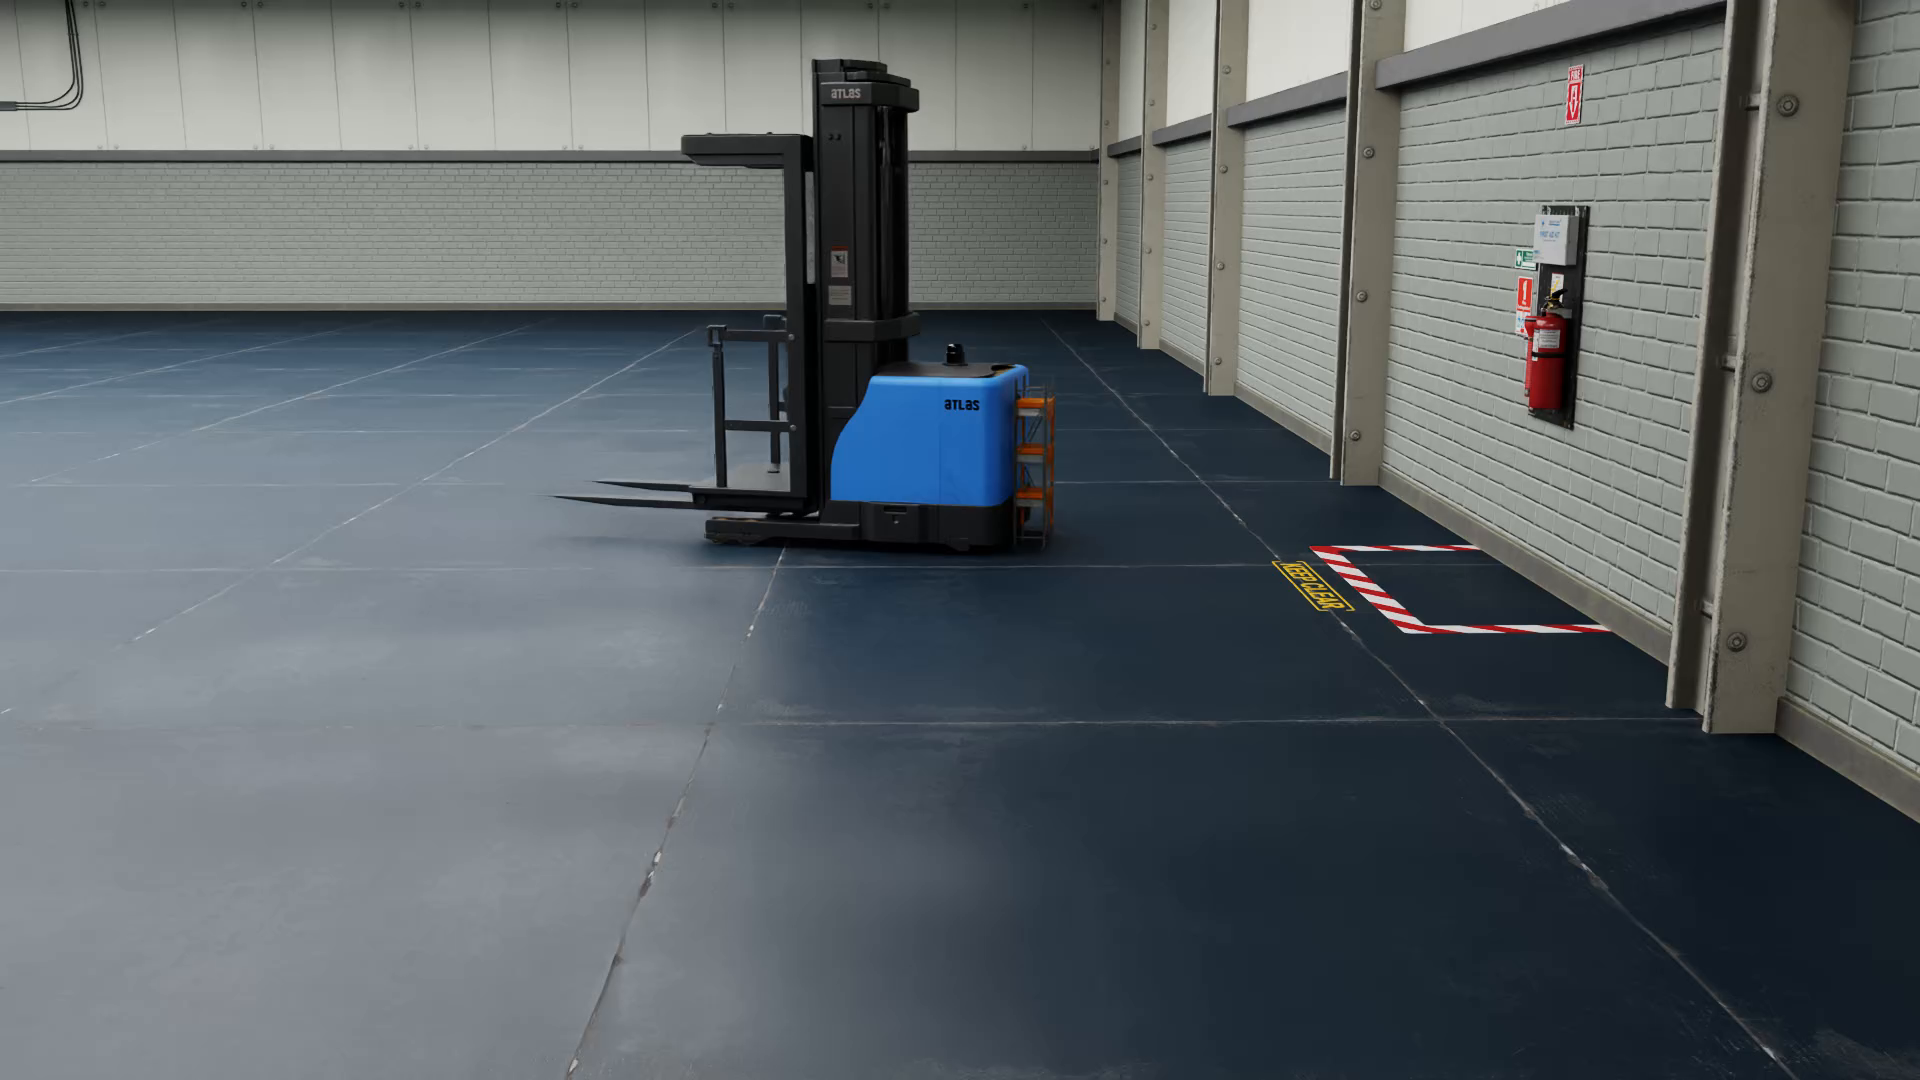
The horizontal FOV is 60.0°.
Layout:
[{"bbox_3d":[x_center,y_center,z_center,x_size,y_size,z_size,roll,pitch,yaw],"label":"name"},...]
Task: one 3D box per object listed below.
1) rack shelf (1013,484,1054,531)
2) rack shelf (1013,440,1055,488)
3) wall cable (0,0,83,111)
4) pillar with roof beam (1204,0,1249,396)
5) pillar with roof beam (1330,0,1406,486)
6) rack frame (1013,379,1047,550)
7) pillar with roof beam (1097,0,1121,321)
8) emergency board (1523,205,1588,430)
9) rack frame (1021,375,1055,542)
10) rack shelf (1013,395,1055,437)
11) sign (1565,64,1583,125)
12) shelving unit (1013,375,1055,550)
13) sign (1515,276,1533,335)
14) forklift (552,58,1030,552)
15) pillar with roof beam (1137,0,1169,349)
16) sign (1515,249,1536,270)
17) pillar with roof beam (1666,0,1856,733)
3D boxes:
[{"bbox_3d":[0.458,-0.200,10.354,0.215,0.259,0.240,3,12,13],"label":"rack shelf"},{"bbox_3d":[0.459,-0.472,10.299,0.215,0.259,0.240,3,12,13],"label":"rack shelf"},{"bbox_3d":[-18.068,-10.605,31.644,2.305,6.003,0.169,0,11,-1],"label":"wall cable"},{"bbox_3d":[-1.384,-6.037,17.685,9.100,9.000,0.400,0,11,-1],"label":"pillar with roof beam"},{"bbox_3d":[-1.260,-4.845,11.806,9.100,9.000,0.400,0,11,-1],"label":"pillar with roof beam"},{"bbox_3d":[0.430,-0.459,10.181,0.200,1.050,0.008,3,12,13],"label":"rack frame"},{"bbox_3d":[-1.632,-8.423,29.443,9.100,9.000,0.400,0,11,-1],"label":"pillar with roof beam"},{"bbox_3d":[3.155,-1.221,9.033,0.194,1.169,0.643,0,11,-1],"label":"emergency board"},{"bbox_3d":[0.487,-0.506,10.413,0.200,1.050,0.008,3,12,13],"label":"rack frame"},{"bbox_3d":[0.459,-0.750,10.242,0.215,0.259,0.240,3,12,13],"label":"rack shelf"},{"bbox_3d":[3.254,-2.359,8.813,0.001,0.298,0.199,0,11,-1],"label":"sign"},{"bbox_3d":[0.459,-0.483,10.297,0.215,1.050,0.252,3,12,13],"label":"shelving unit"},{"bbox_3d":[3.247,-1.349,9.573,0.001,0.329,0.234,0,11,-1],"label":"sign"},{"bbox_3d":[-1.113,-1.498,10.574,3.031,2.935,1.130,3,12,13],"label":"forklift"},{"bbox_3d":[-1.508,-7.230,23.564,9.100,9.000,0.400,0,11,-1],"label":"pillar with roof beam"},{"bbox_3d":[3.238,-1.608,9.516,0.001,0.109,0.331,0,11,-1],"label":"sign"},{"bbox_3d":[-1.136,-3.652,5.927,9.100,9.000,0.400,0,11,-1],"label":"pillar with roof beam"}]
